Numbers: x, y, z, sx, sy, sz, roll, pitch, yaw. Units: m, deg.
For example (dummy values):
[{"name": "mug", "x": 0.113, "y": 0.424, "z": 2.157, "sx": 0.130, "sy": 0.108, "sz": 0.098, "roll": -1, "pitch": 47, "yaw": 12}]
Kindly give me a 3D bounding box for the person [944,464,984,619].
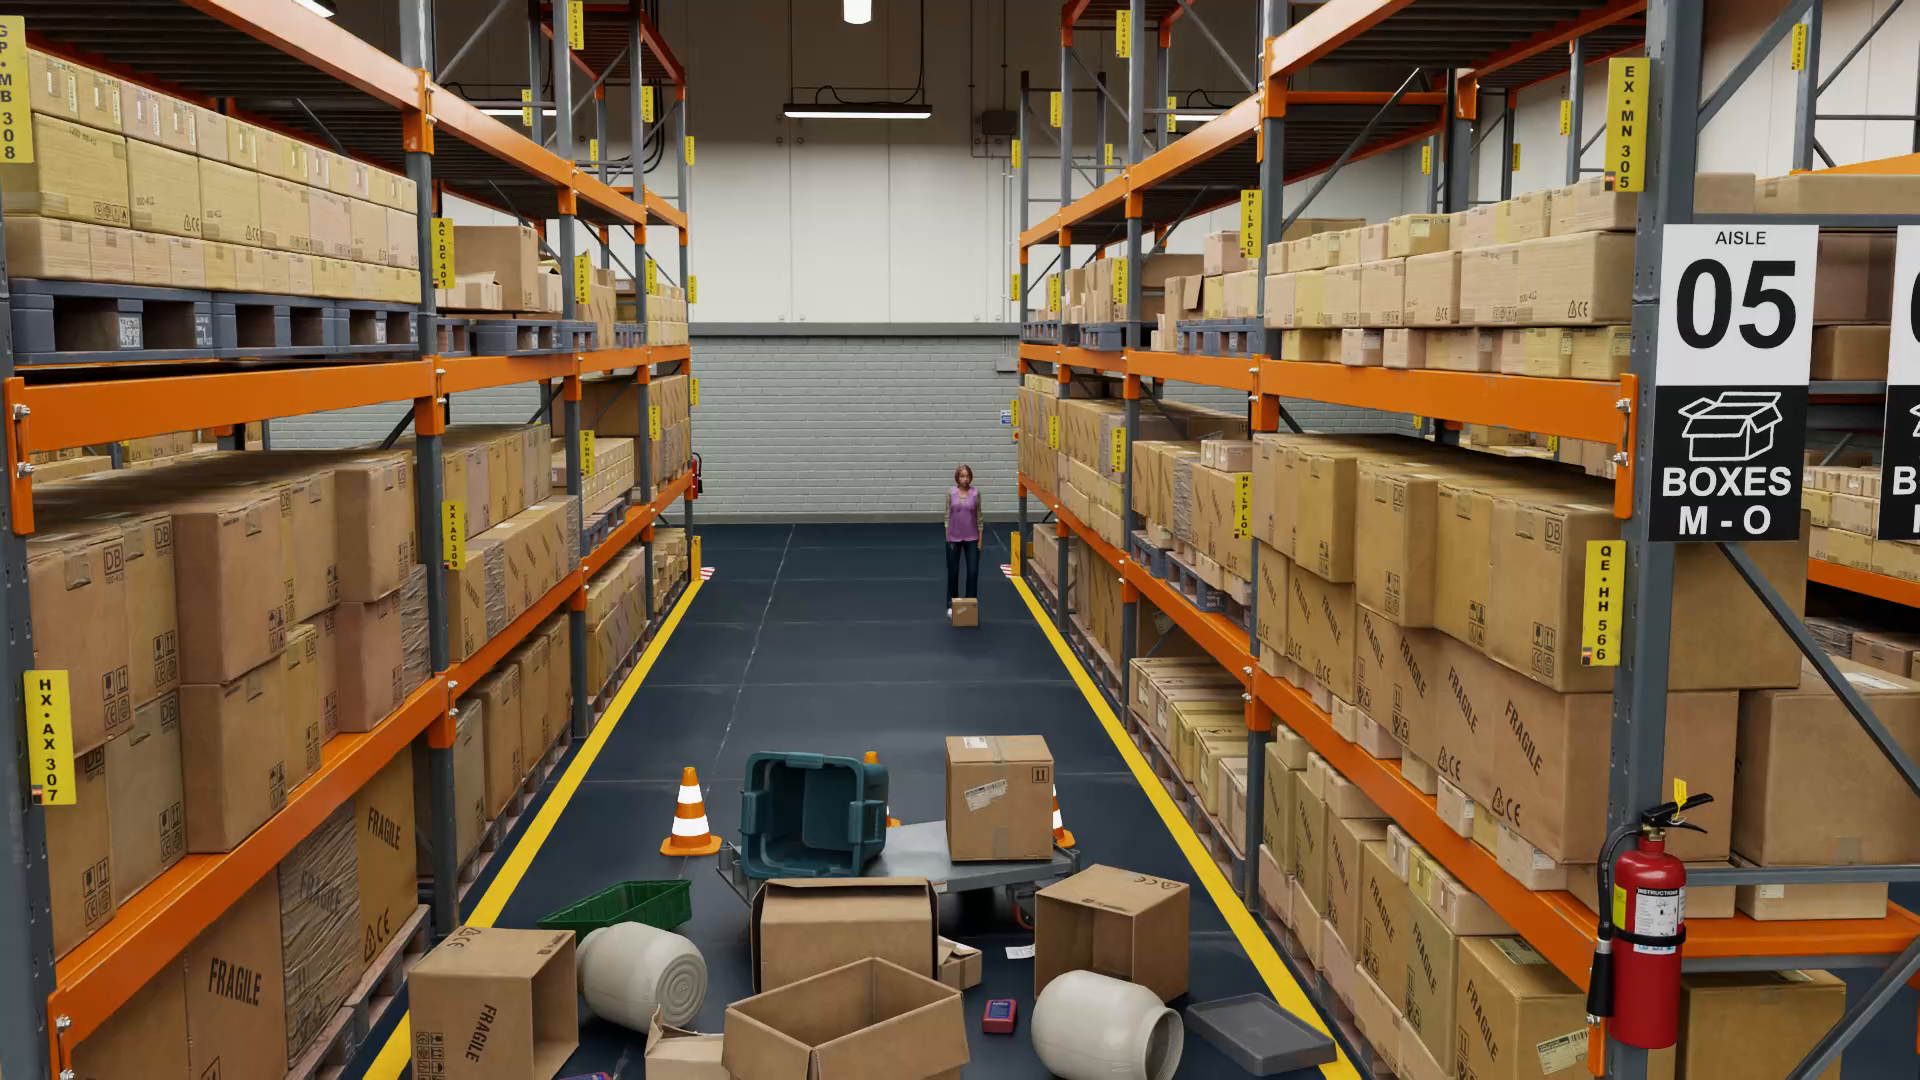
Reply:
[{"name": "person", "x": 0.042, "y": 0.022, "z": 17.229, "sx": 0.407, "sy": 1.615, "sz": 0.340, "roll": 0, "pitch": 7, "yaw": -2}]
